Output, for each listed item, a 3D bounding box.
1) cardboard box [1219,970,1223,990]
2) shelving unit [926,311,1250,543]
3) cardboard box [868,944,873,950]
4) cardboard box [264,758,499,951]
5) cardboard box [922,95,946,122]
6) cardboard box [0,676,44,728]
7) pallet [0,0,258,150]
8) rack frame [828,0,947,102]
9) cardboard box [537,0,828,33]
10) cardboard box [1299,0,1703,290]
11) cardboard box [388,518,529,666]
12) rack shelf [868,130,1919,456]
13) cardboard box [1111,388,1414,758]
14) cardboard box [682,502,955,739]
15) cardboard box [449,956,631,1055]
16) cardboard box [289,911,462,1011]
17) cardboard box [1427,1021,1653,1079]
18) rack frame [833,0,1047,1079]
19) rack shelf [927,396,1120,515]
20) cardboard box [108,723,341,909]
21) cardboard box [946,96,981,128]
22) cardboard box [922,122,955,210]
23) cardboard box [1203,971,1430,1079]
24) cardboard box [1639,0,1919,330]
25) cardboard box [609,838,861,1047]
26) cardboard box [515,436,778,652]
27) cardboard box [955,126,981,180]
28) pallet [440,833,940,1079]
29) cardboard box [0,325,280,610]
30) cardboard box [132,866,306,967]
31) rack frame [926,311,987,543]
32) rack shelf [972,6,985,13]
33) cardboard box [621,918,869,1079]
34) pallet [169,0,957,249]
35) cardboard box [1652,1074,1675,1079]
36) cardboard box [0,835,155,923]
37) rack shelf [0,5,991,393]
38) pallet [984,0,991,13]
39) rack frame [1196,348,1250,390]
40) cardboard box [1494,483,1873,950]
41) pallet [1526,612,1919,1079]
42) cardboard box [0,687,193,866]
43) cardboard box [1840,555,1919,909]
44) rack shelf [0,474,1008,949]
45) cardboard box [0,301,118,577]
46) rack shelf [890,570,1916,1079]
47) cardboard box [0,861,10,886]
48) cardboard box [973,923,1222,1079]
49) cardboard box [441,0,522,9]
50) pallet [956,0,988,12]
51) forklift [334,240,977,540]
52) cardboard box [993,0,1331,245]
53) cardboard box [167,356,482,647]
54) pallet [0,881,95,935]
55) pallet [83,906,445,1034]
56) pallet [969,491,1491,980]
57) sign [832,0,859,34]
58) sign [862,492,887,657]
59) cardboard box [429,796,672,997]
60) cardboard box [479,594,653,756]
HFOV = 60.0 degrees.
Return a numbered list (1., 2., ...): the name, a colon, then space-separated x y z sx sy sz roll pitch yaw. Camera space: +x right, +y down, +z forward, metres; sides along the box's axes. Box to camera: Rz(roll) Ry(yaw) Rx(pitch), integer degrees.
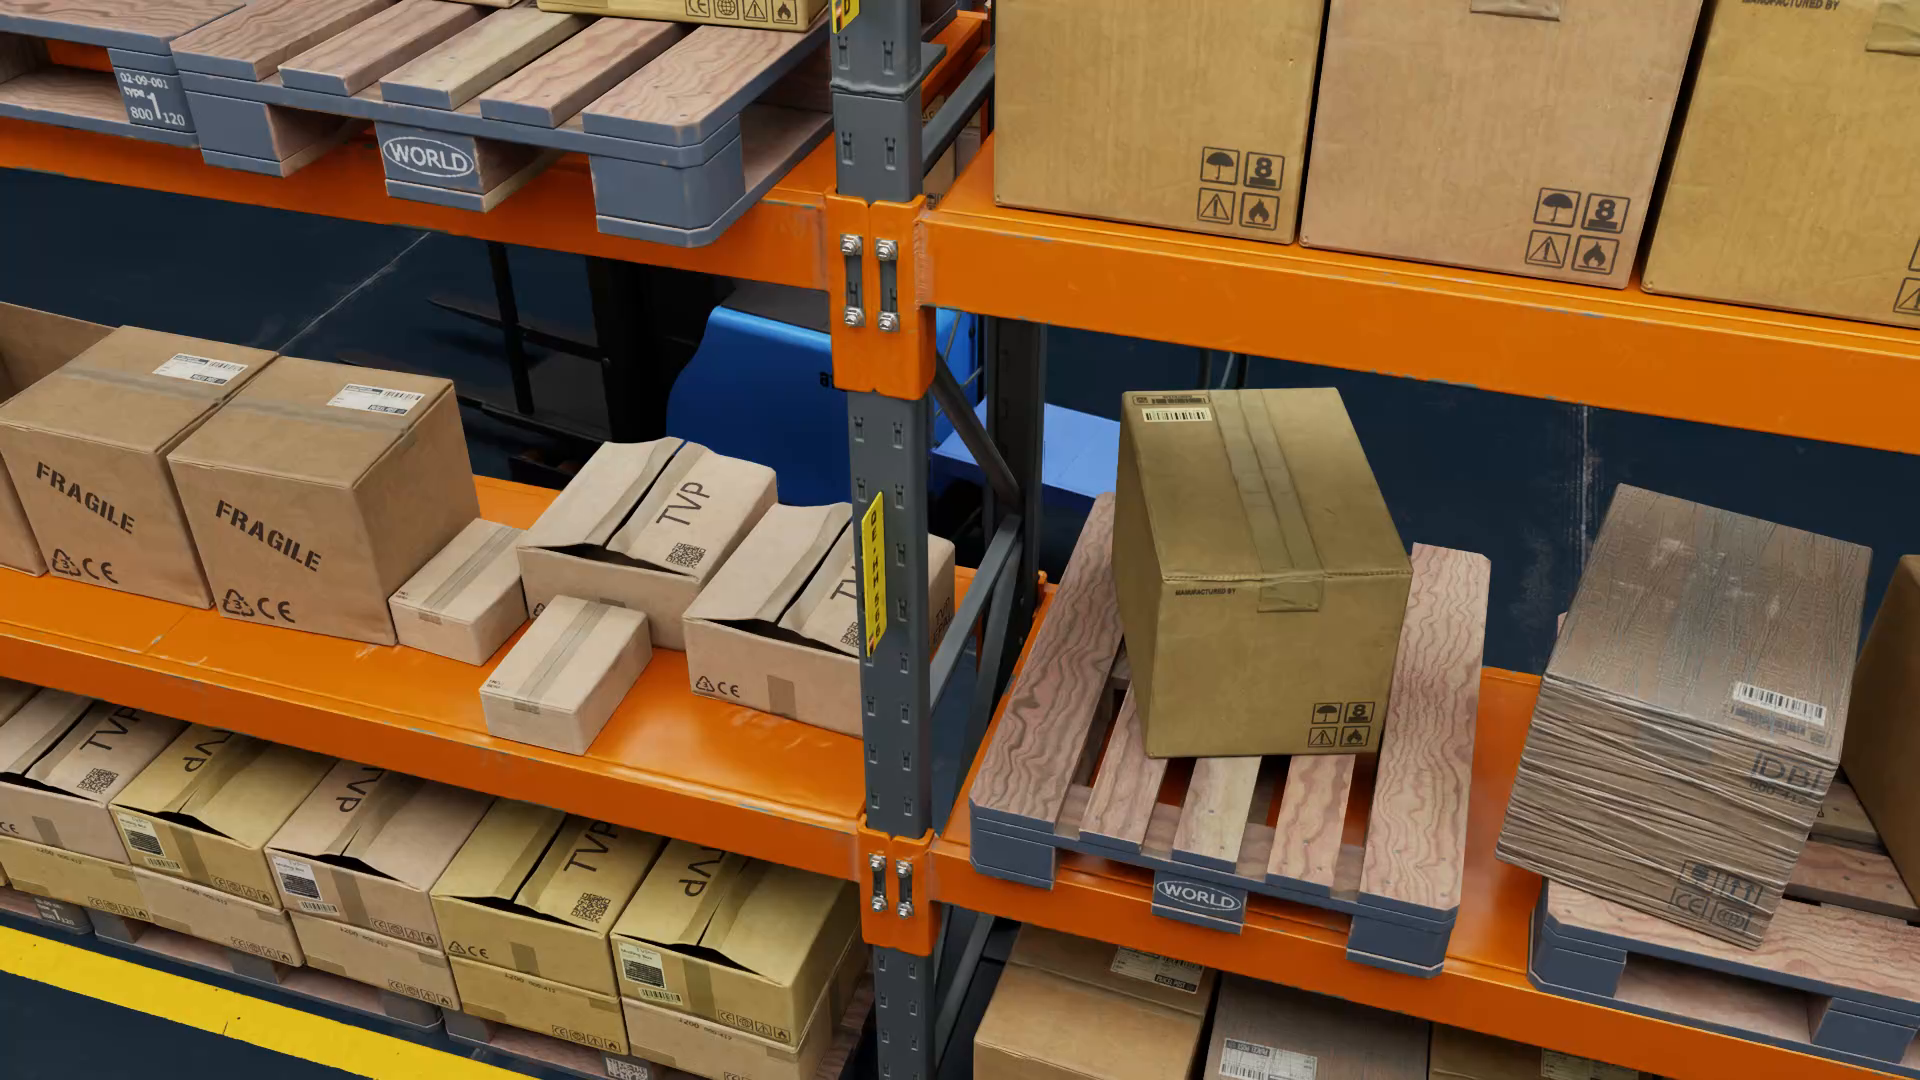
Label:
1. cardboard box: 0.964 1.082 4.487 0.500 0.500 0.500 12 38 16
2. shelving unit: 0.441 -0.406 6.036 1.048 1.500 0.538 17 39 21
3. cardboard box: -0.411 0.900 4.963 0.500 0.250 0.500 10 38 14
4. cardboard box: -1.551 0.800 4.625 0.500 0.311 0.500 10 38 14
5. cardboard box: -0.246 -2.378 8.555 0.500 0.250 0.500 10 38 14
6. cardboard box: -3.021 0.531 4.991 0.500 0.311 0.500 10 38 13
7. pallet: -1.742 -1.177 3.448 1.213 0.211 1.003 12 38 16
8. rack frame: 0.001 -2.196 2.142 0.127 3.000 1.000 10 38 14
9. cardboard box: -0.449 -1.145 3.017 0.500 0.250 0.500 8 37 10
10. cardboard box: 0.914 -0.880 2.800 0.500 0.500 0.910 10 38 14
11. cardboard box: -1.233 0.128 4.258 0.250 0.149 0.380 13 38 17
12. rack shelf: 1.910 -0.345 2.764 4.000 0.370 1.077 10 38 14
13. cardboard box: 0.636 0.058 3.702 0.500 0.500 0.700 -1 36 -2
14. cardboard box: -0.333 0.167 4.068 0.500 0.311 0.500 13 38 17
15. cardboard box: -1.067 1.114 4.671 0.500 0.250 0.500 10 38 13
16. cardboard box: -1.546 1.024 4.794 0.500 0.250 0.500 11 38 15
17. cardboard box: 1.329 1.473 3.956 0.500 0.500 0.500 10 38 13
18. rack frame: 0.001 0.220 3.921 0.127 3.000 1.000 10 38 14
19. rack shelf: 0.441 -0.261 6.143 1.000 0.185 0.538 17 39 21
20. cardboard box: -2.029 0.710 4.747 0.500 0.311 0.500 12 38 15
21. cardboard box: 0.246 -2.290 8.436 0.500 0.250 0.500 11 38 15
22. cardboard box: -0.168 -2.080 8.784 0.500 0.500 0.700 10 38 14
23. cardboard box: 0.852 1.381 4.081 0.500 0.500 0.500 9 37 12
24. cardboard box: 1.411 -0.788 2.676 0.500 0.500 0.910 10 38 14
25. cardboard box: -0.572 0.979 4.381 0.500 0.311 0.500 11 38 15
26. cardboard box: -0.795 -0.012 4.311 0.500 0.311 0.500 10 38 13
27. cardboard box: 0.315 -2.009 8.686 0.500 0.500 0.700 10 38 14
28. pallet: -0.773 1.175 4.975 1.213 0.211 1.003 10 38 14
29. cardboard box: -2.108 -0.201 4.408 0.500 0.500 0.500 11 38 14
30. cardboard box: -2.038 0.934 4.915 0.500 0.250 0.500 11 38 15
31. rack frame: -0.014 -0.541 6.220 0.032 1.500 0.500 17 39 21
32. rack shelf: -0.435 -2.647 8.423 4.000 0.370 1.077 10 38 14
33. cardboard box: -0.574 1.203 4.550 0.500 0.250 0.500 11 38 15
34. pallet: -0.673 -0.981 3.182 1.003 0.211 1.213 12 38 16
35. cardboard box: 1.829 1.562 3.835 0.500 0.500 0.500 9 37 12
36. cardboard box: -2.523 0.844 5.038 0.500 0.250 0.500 9 37 12
37. rack shelf: -1.908 -1.052 3.725 4.000 0.370 1.077 10 38 14
38. pallet: 0.762 -2.572 7.876 1.003 0.211 1.213 10 38 14
39. rack frame: 0.895 -0.270 5.852 0.032 1.500 0.500 17 39 21
40. cardboard box: 1.452 0.328 3.335 0.500 0.500 0.700 18 40 22
41. pallet: 1.859 0.638 3.514 1.213 0.211 1.003 10 38 14
42. cardboard box: -2.526 0.622 4.867 0.500 0.311 0.500 9 37 12
43. cardboard box: 2.114 0.440 3.183 0.500 0.500 0.700 2 36 2
44. rack shelf: -1.908 0.156 4.614 4.000 0.370 1.077 10 38 14
45. cardboard box: -2.586 -0.289 4.528 0.500 0.500 0.500 13 38 17
46. rack shelf: 1.910 0.863 3.654 4.000 0.370 1.077 10 38 14
47. cardboard box: -3.018 0.754 5.161 0.500 0.250 0.500 11 38 15
48. cardboard box: 0.350 1.292 4.202 0.500 0.500 0.500 12 38 16
49. cardboard box: -0.955 -1.228 3.129 0.500 0.250 0.500 11 38 15
50. pallet: -0.427 -2.833 8.230 1.213 0.211 1.003 10 38 14
51. forklift: -1.328 -1.607 6.461 3.031 2.935 1.130 17 39 21
52. cardboard box: 0.427 -0.970 2.923 0.500 0.500 0.910 10 38 14
53. cardboard box: -1.606 -0.108 4.281 0.500 0.500 0.500 9 37 11
54. pallet: -3.102 0.744 5.561 1.213 0.211 1.003 10 38 14
55. pallet: -1.934 0.959 5.269 1.213 0.211 1.003 10 38 14
56. pallet: 0.669 0.377 3.869 1.003 0.211 1.213 10 38 14
57. sign: -0.172 -0.916 2.430 0.005 0.325 0.100 10 38 14
58. sign: -0.161 0.068 3.150 0.005 0.325 0.100 10 38 14
59. cardboard box: -1.070 0.891 4.501 0.500 0.311 0.500 10 38 13
60. cardboard box: -0.940 0.319 3.999 0.250 0.149 0.380 10 38 14
